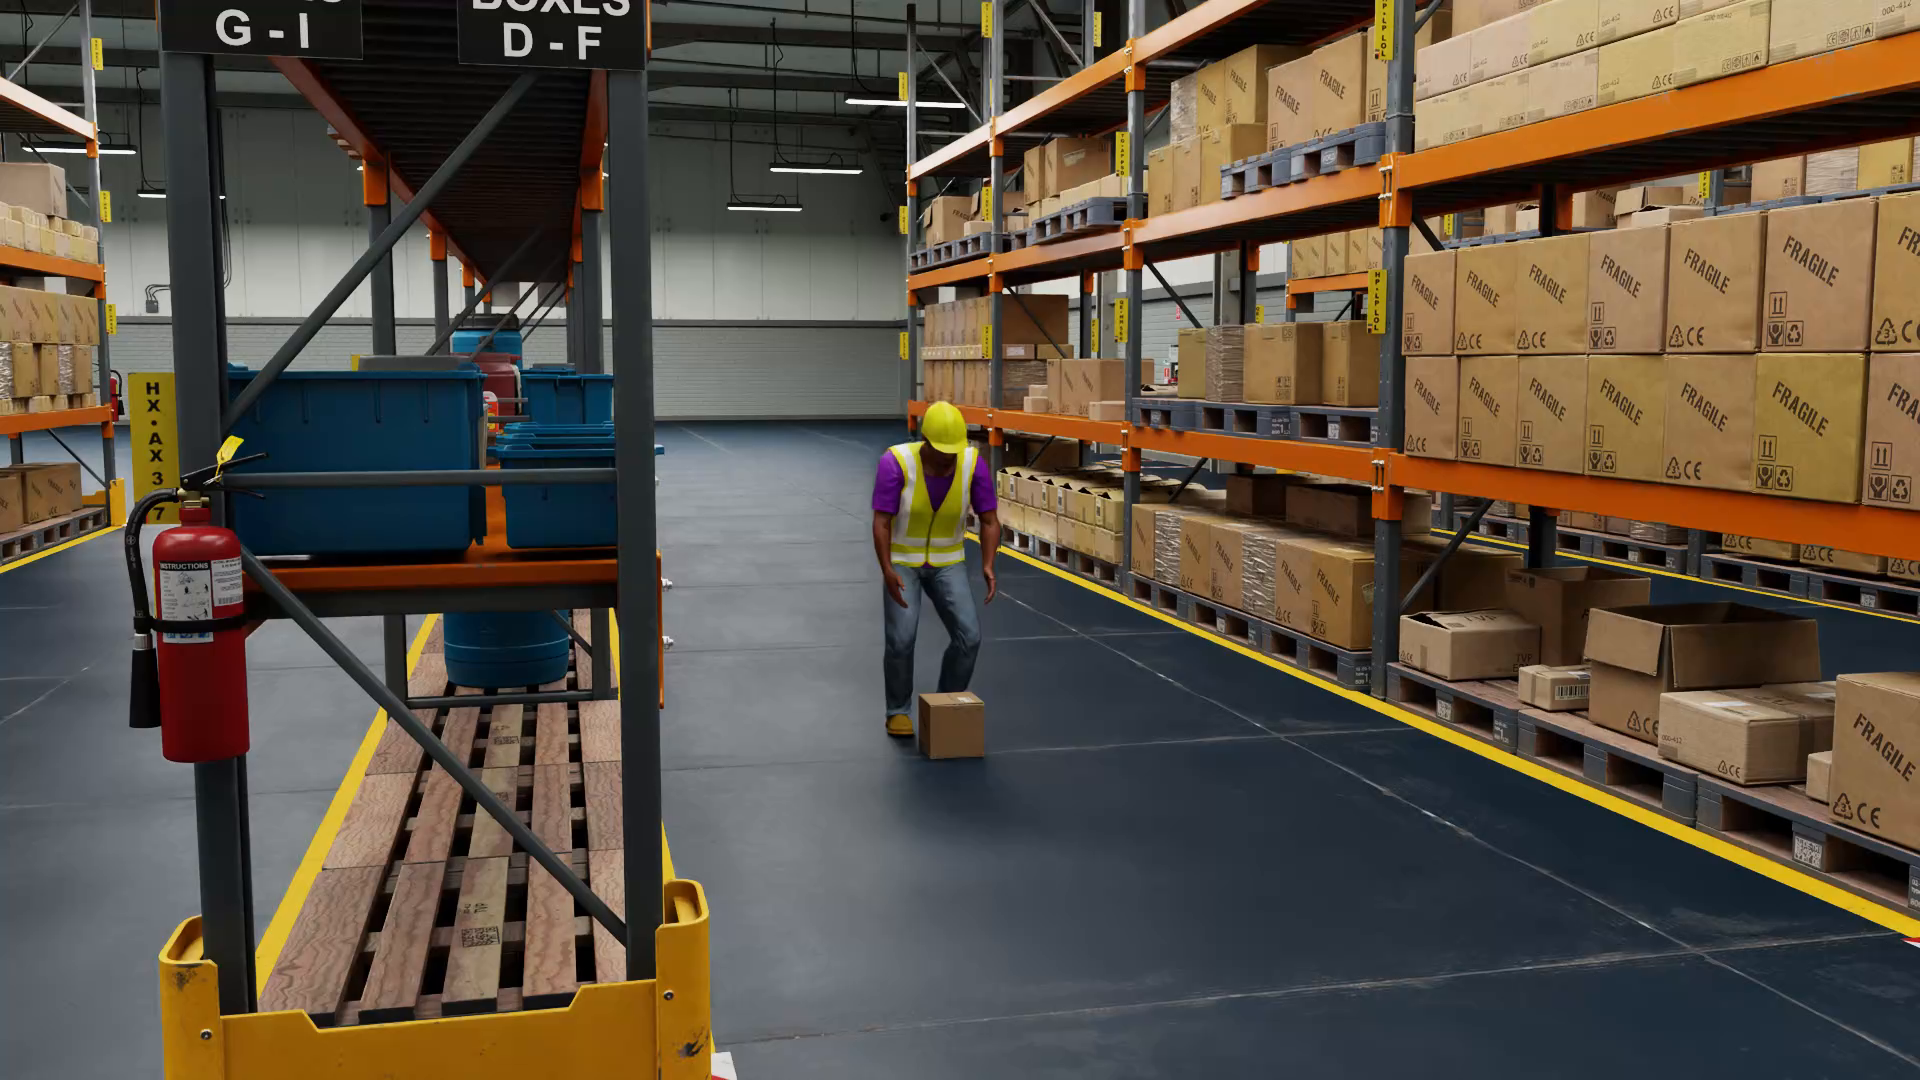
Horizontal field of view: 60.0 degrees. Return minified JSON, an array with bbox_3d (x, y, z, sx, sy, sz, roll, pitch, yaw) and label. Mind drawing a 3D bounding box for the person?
[{"bbox_3d":[-10.395,-2.943,1.814,23.263,9.003,7.166,-1,6,-13],"label":"person"}]
